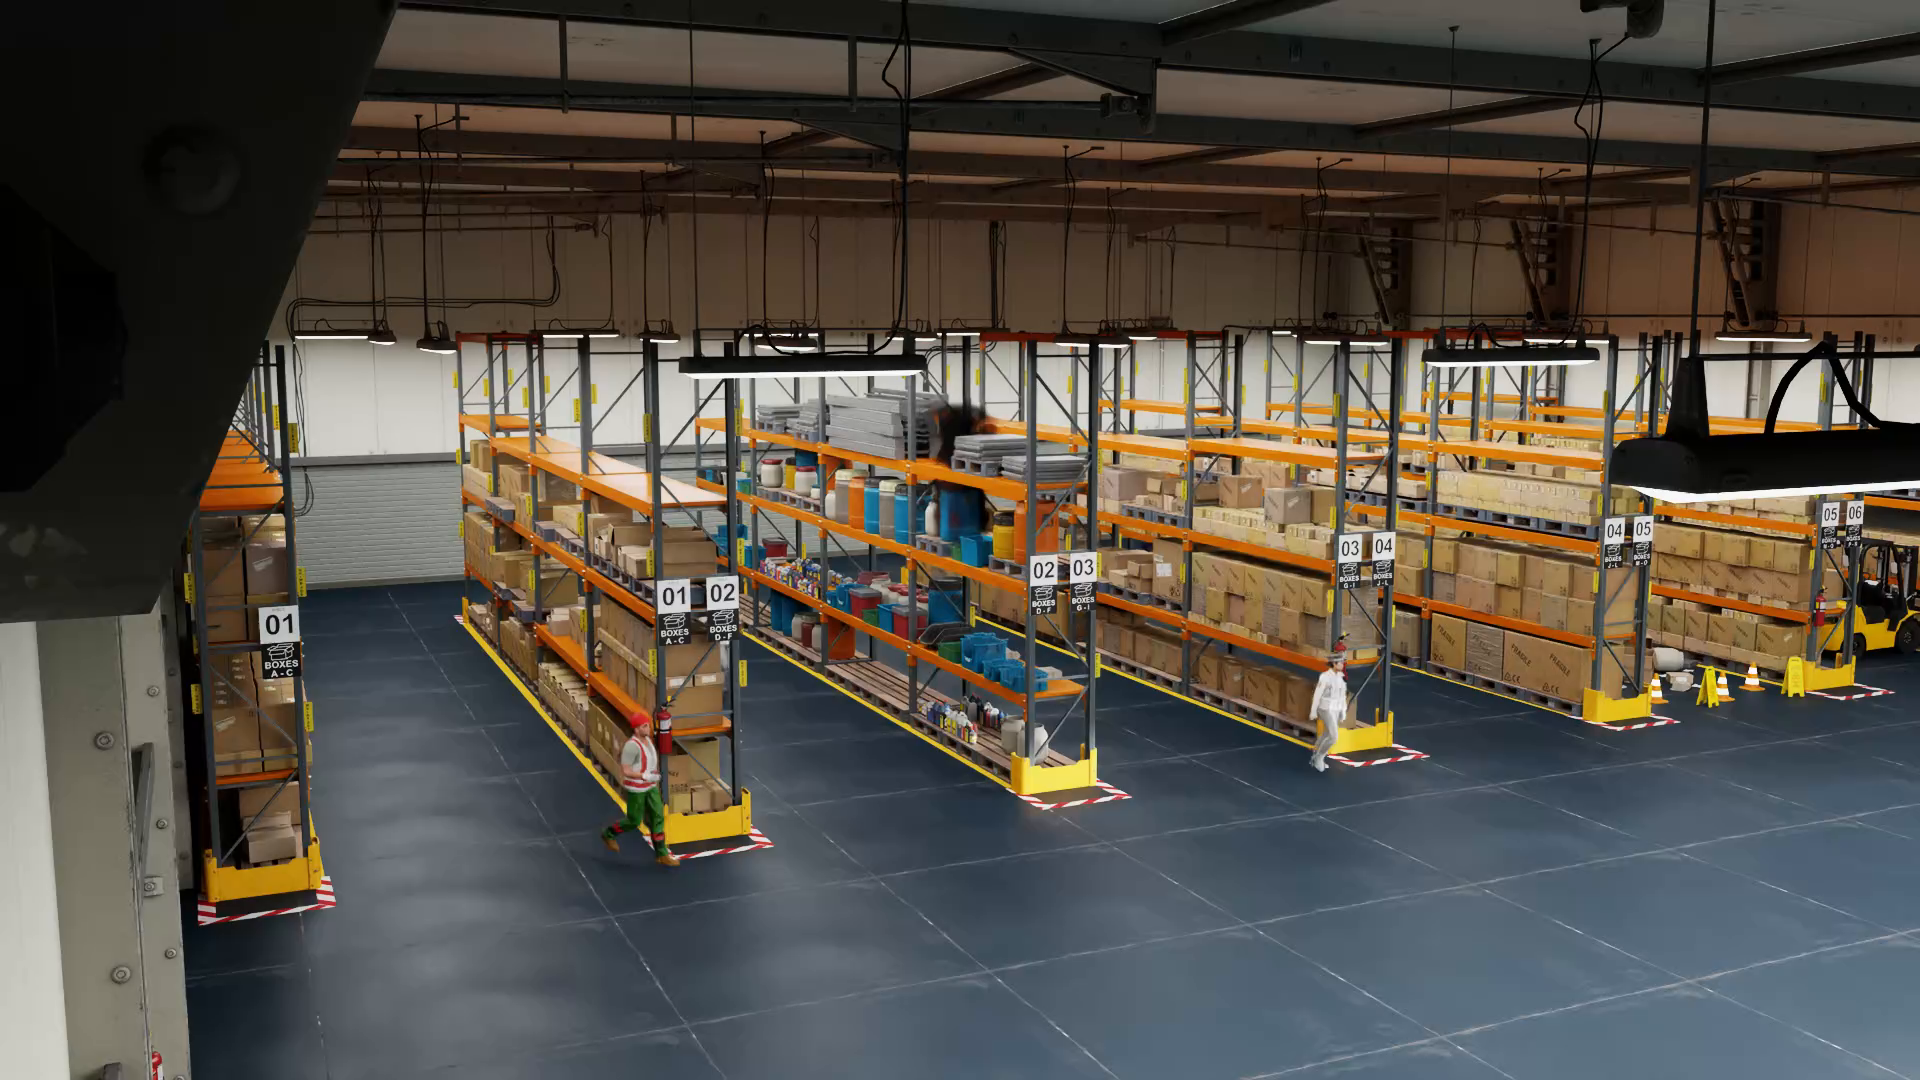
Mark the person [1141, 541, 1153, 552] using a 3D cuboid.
[{"bbox_3d":[4.878,-0.084,41.760,0.773,1.657,0.582,1,8,8],"label":"person"}]

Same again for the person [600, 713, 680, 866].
[{"bbox_3d":[-3.711,2.864,19.174,1.011,1.777,0.661,3,8,23],"label":"person"}]

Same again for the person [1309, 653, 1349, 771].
[{"bbox_3d":[5.142,2.379,23.173,0.545,1.657,0.515,-7,11,-43],"label":"person"}]

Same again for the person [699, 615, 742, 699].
[{"bbox_3d":[-3.935,1.741,27.654,0.683,1.789,0.723,-5,9,-35],"label":"person"}]
